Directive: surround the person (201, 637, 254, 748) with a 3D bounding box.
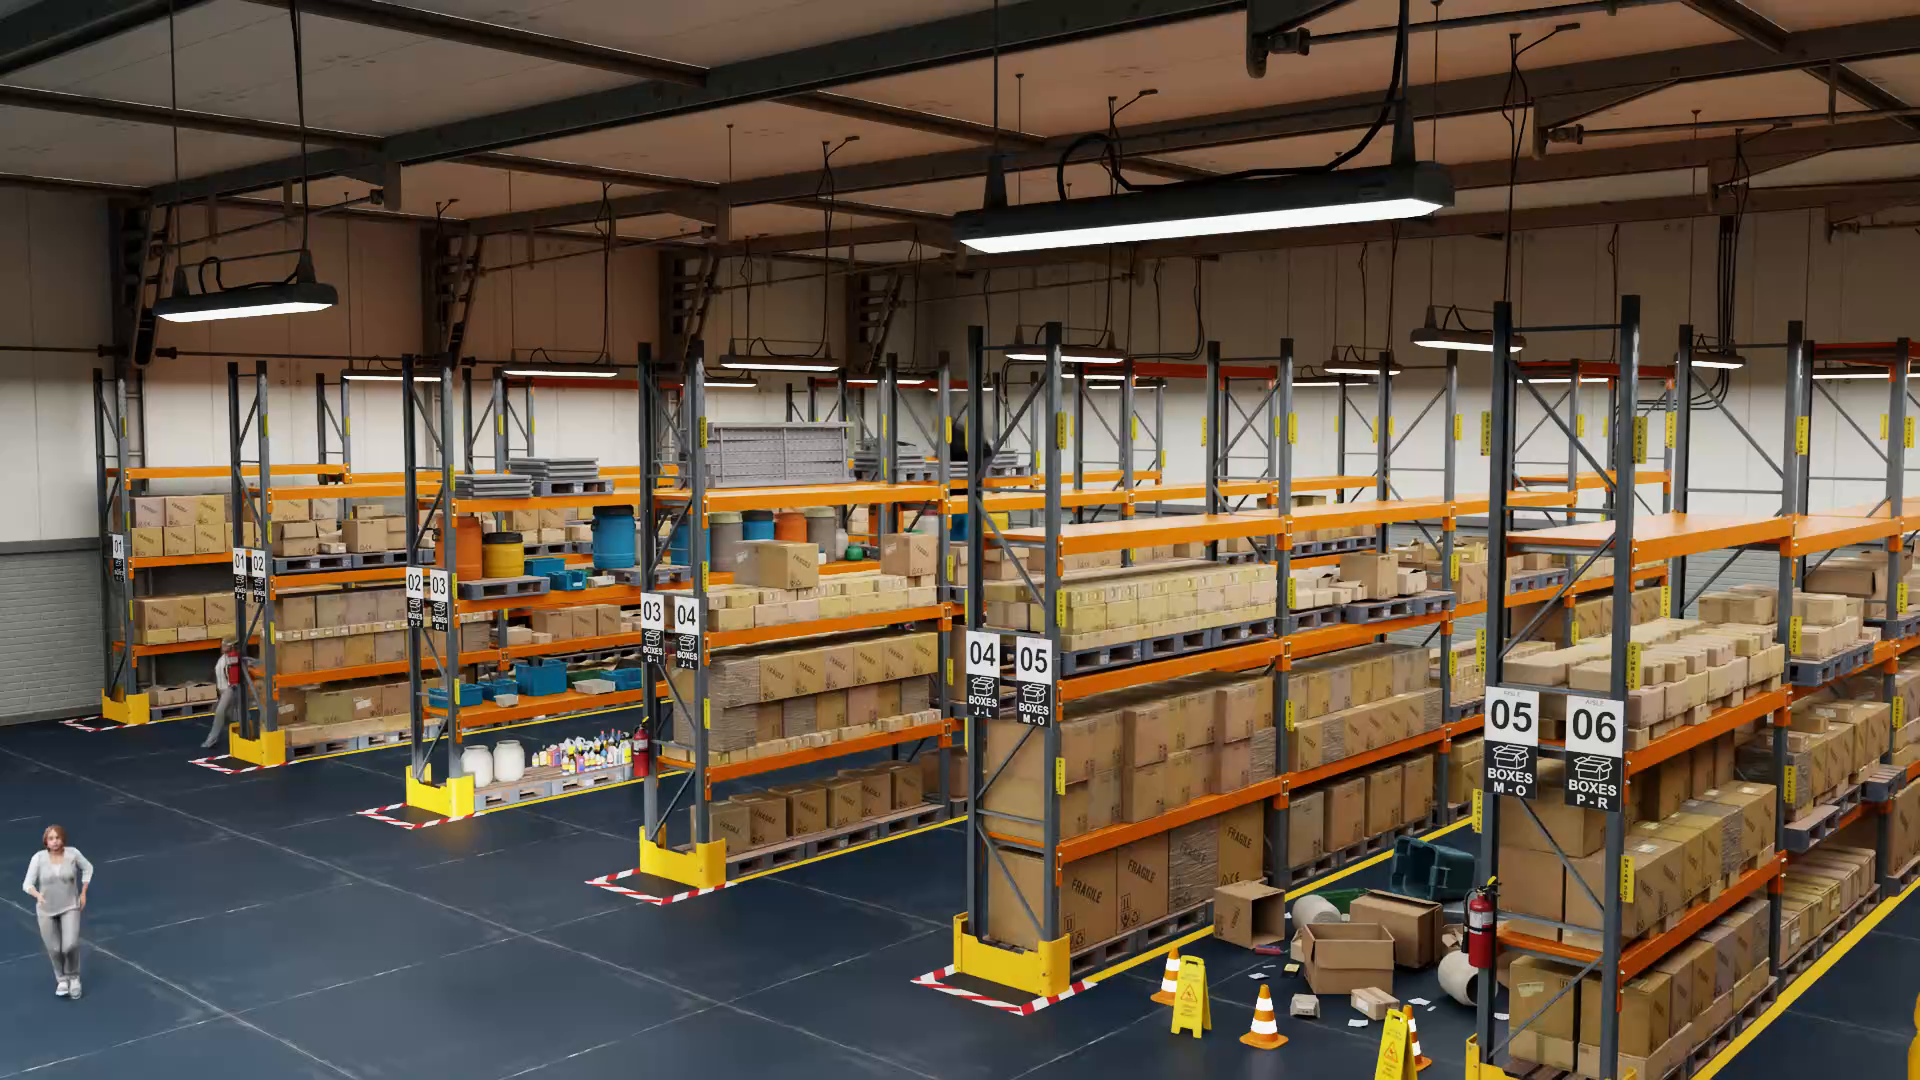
[{"bbox_3d":[-11.613,2.380,26.337,0.585,1.678,0.983,3,5,37],"label":"person"}]

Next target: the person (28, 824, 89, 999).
[{"bbox_3d":[-7.956,3.291,14.676,0.499,1.577,0.627,-2,5,-23],"label":"person"}]
